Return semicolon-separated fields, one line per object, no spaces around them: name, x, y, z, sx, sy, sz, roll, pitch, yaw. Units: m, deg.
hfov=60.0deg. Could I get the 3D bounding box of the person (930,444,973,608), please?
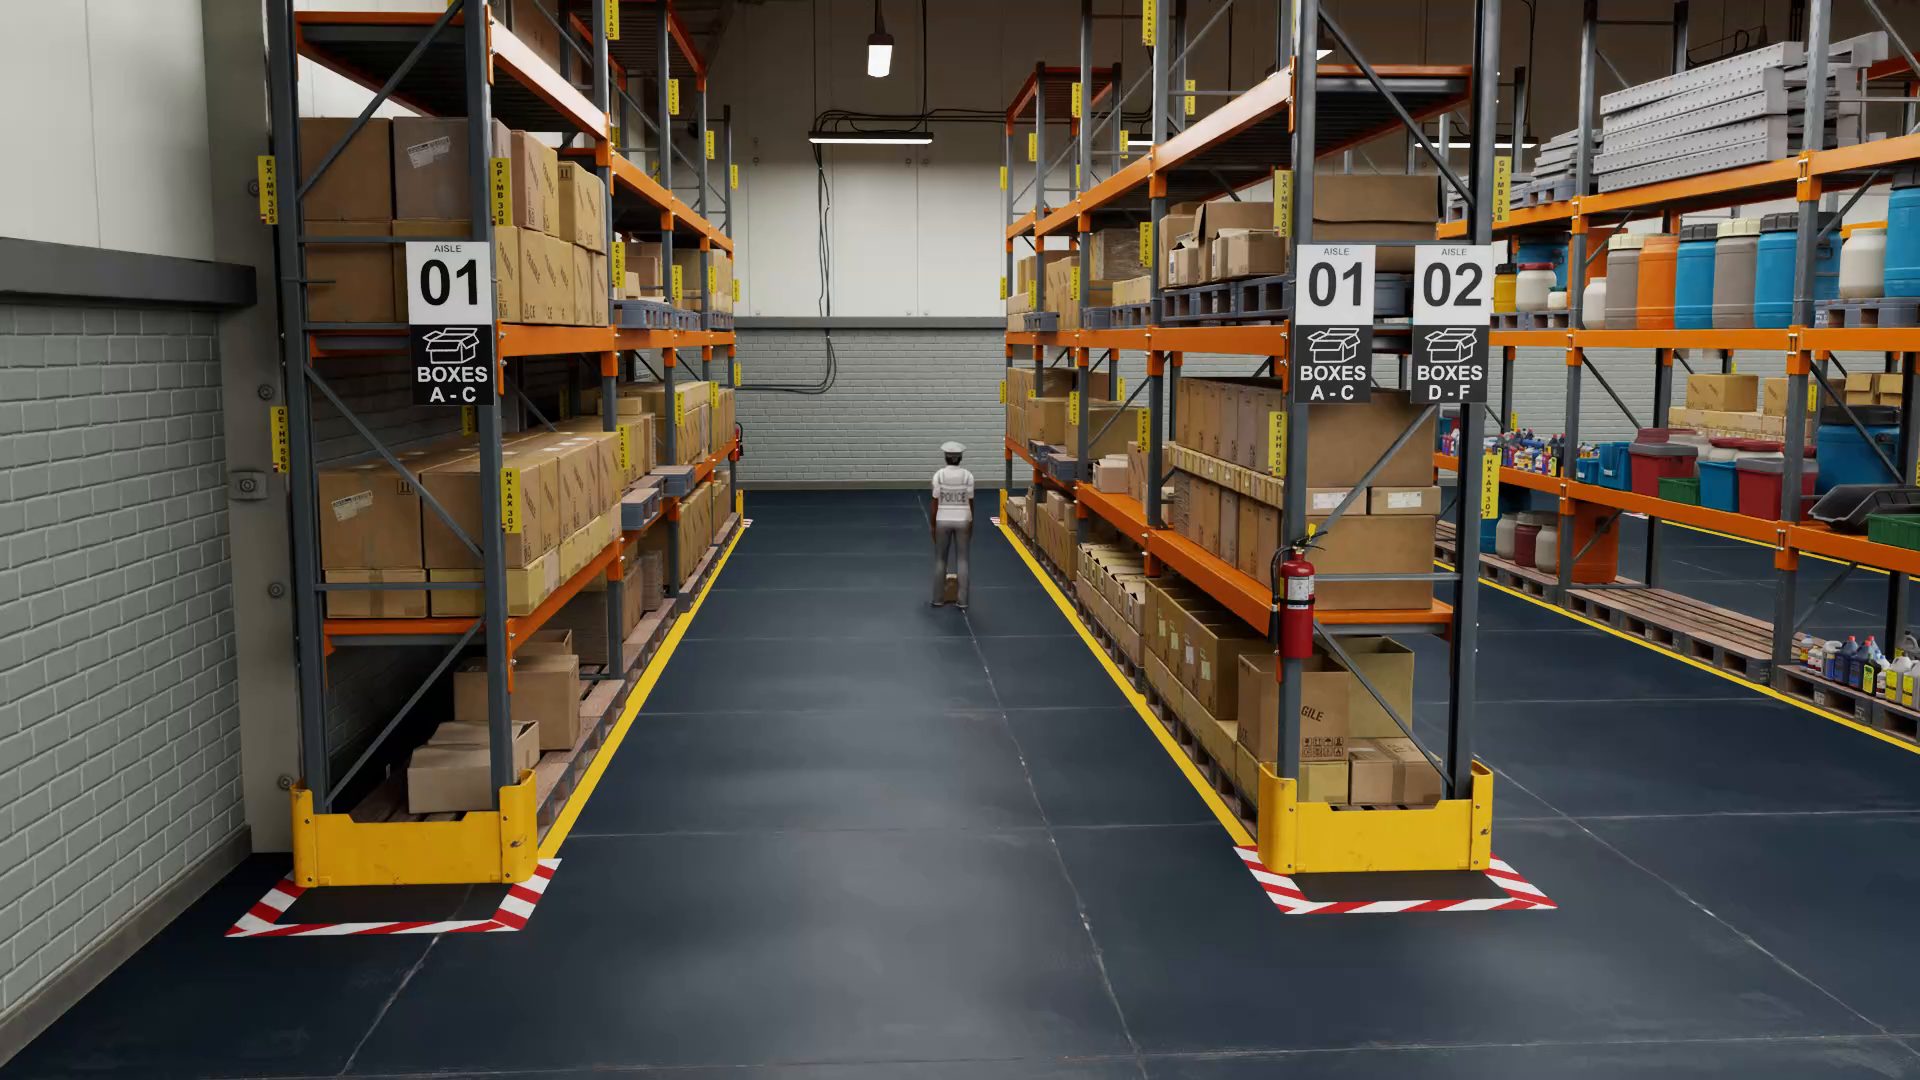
person;-0.087;-0.136;16.893;0.438;1.660;0.341;0;7;-2
